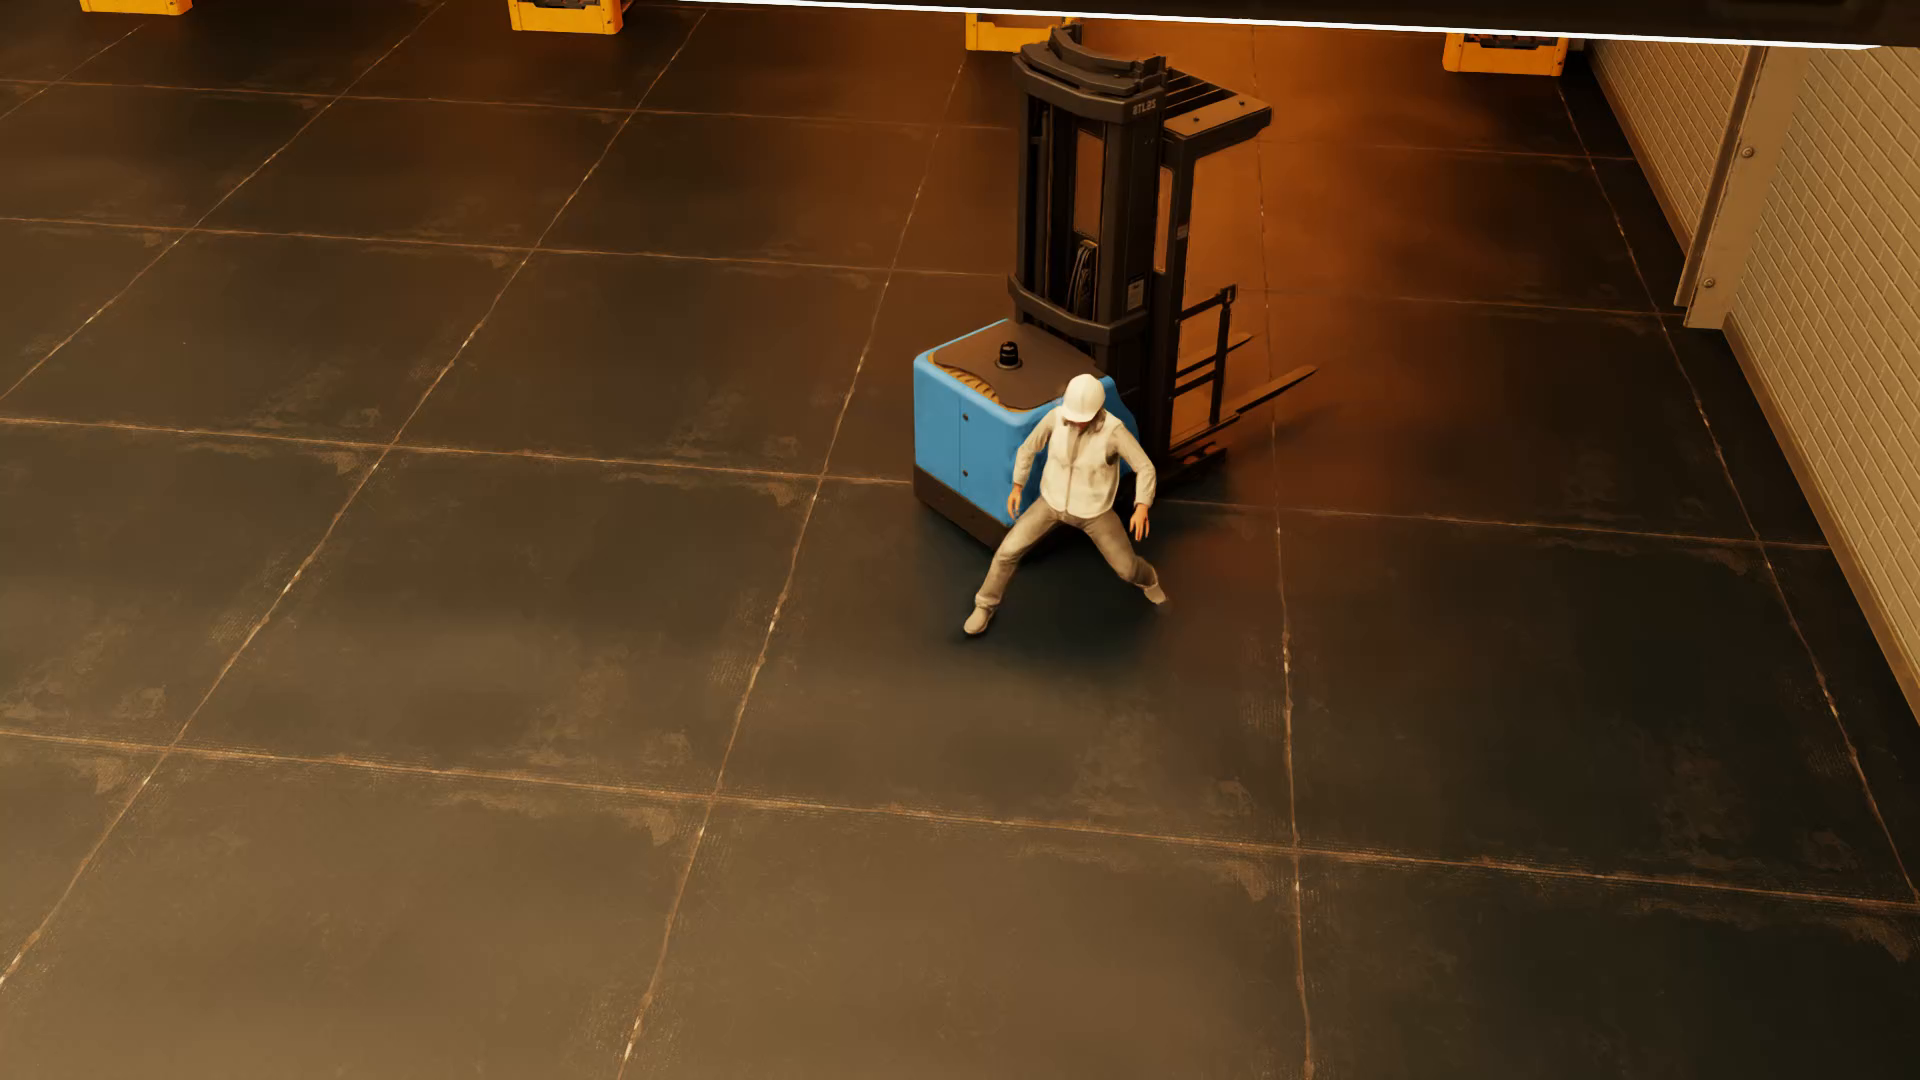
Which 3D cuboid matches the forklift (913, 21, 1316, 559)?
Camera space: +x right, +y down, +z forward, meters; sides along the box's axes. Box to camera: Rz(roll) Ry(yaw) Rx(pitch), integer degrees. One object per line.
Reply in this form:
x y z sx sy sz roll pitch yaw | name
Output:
1.151 -1.789 10.457 3.031 2.935 1.130 -26 44 -31 | forklift

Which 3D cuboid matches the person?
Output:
0.653 -0.182 9.462 1.018 1.640 0.970 14 39 18 | person
